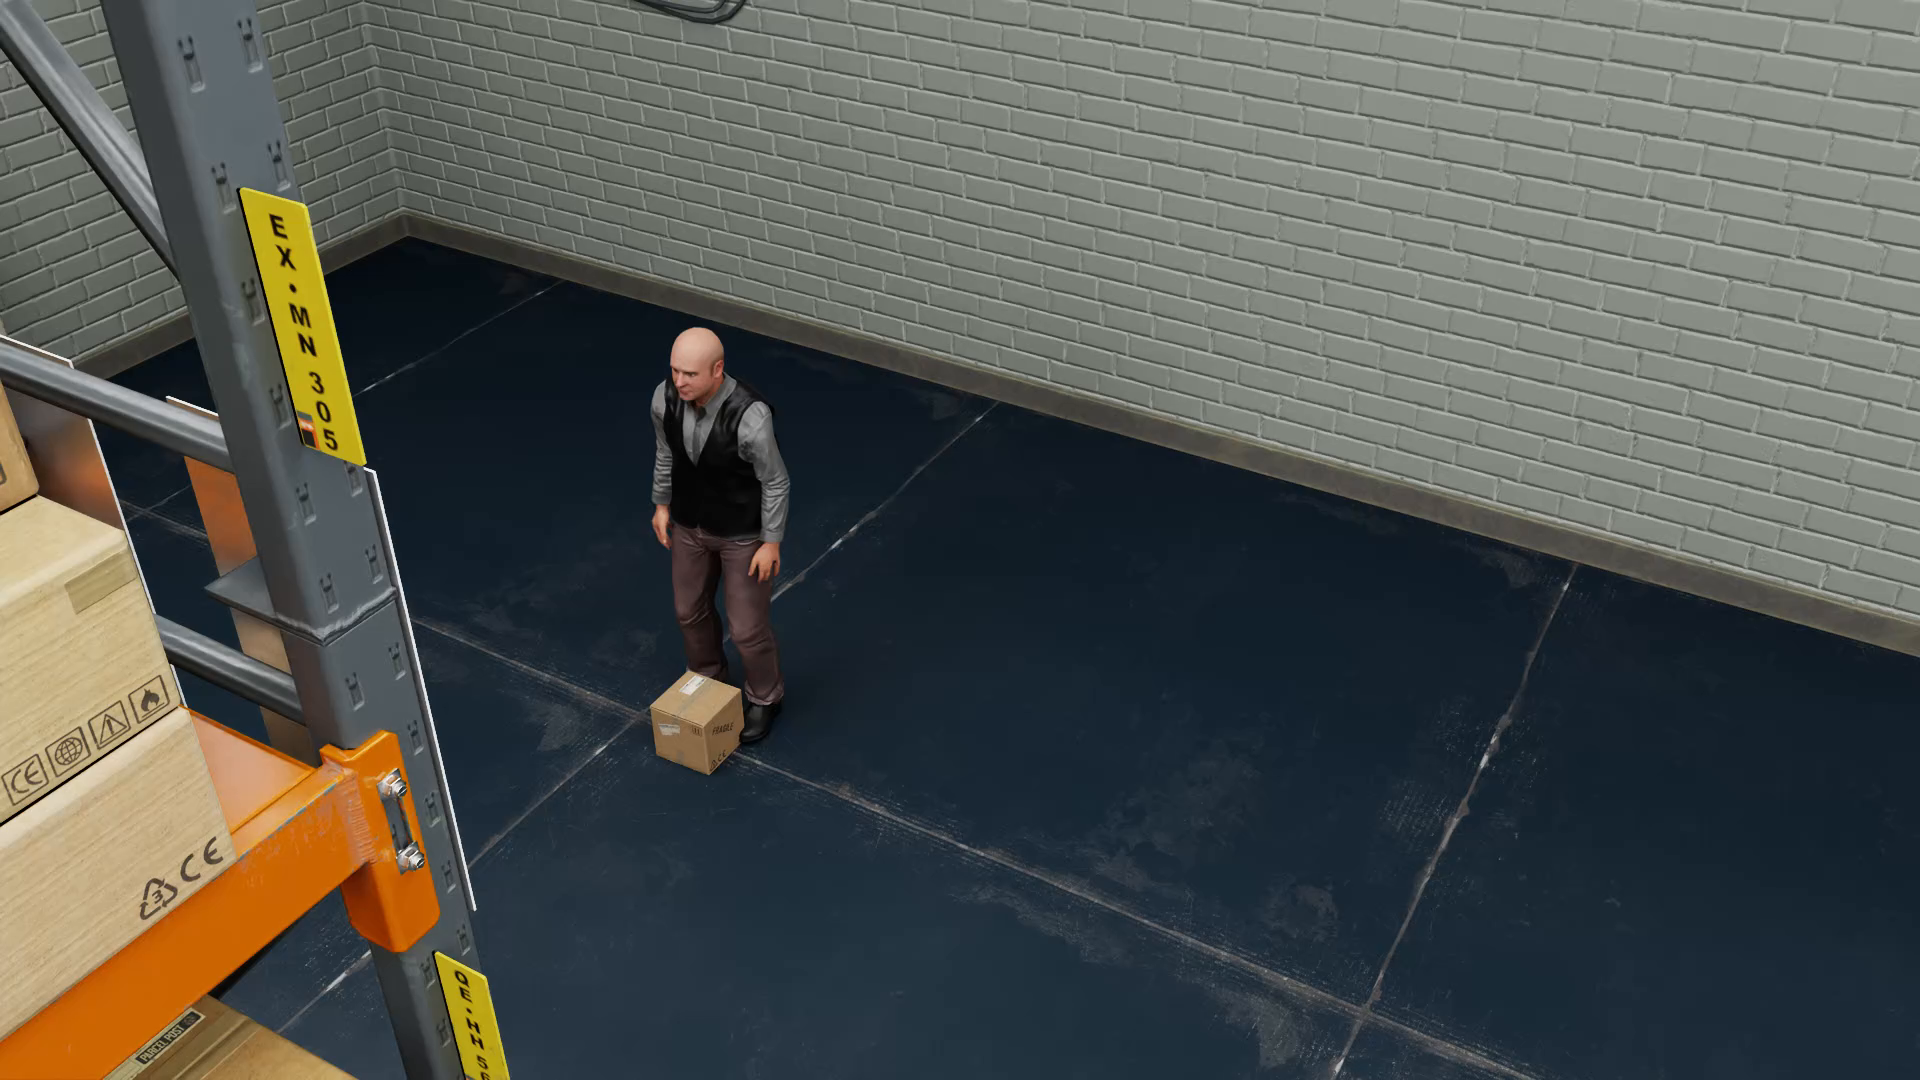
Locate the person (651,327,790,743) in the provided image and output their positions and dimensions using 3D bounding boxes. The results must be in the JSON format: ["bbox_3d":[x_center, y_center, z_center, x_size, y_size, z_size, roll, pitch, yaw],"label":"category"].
[{"bbox_3d":[-0.884,-0.045,6.230,0.580,1.721,0.420,18,38,25],"label":"person"}]
